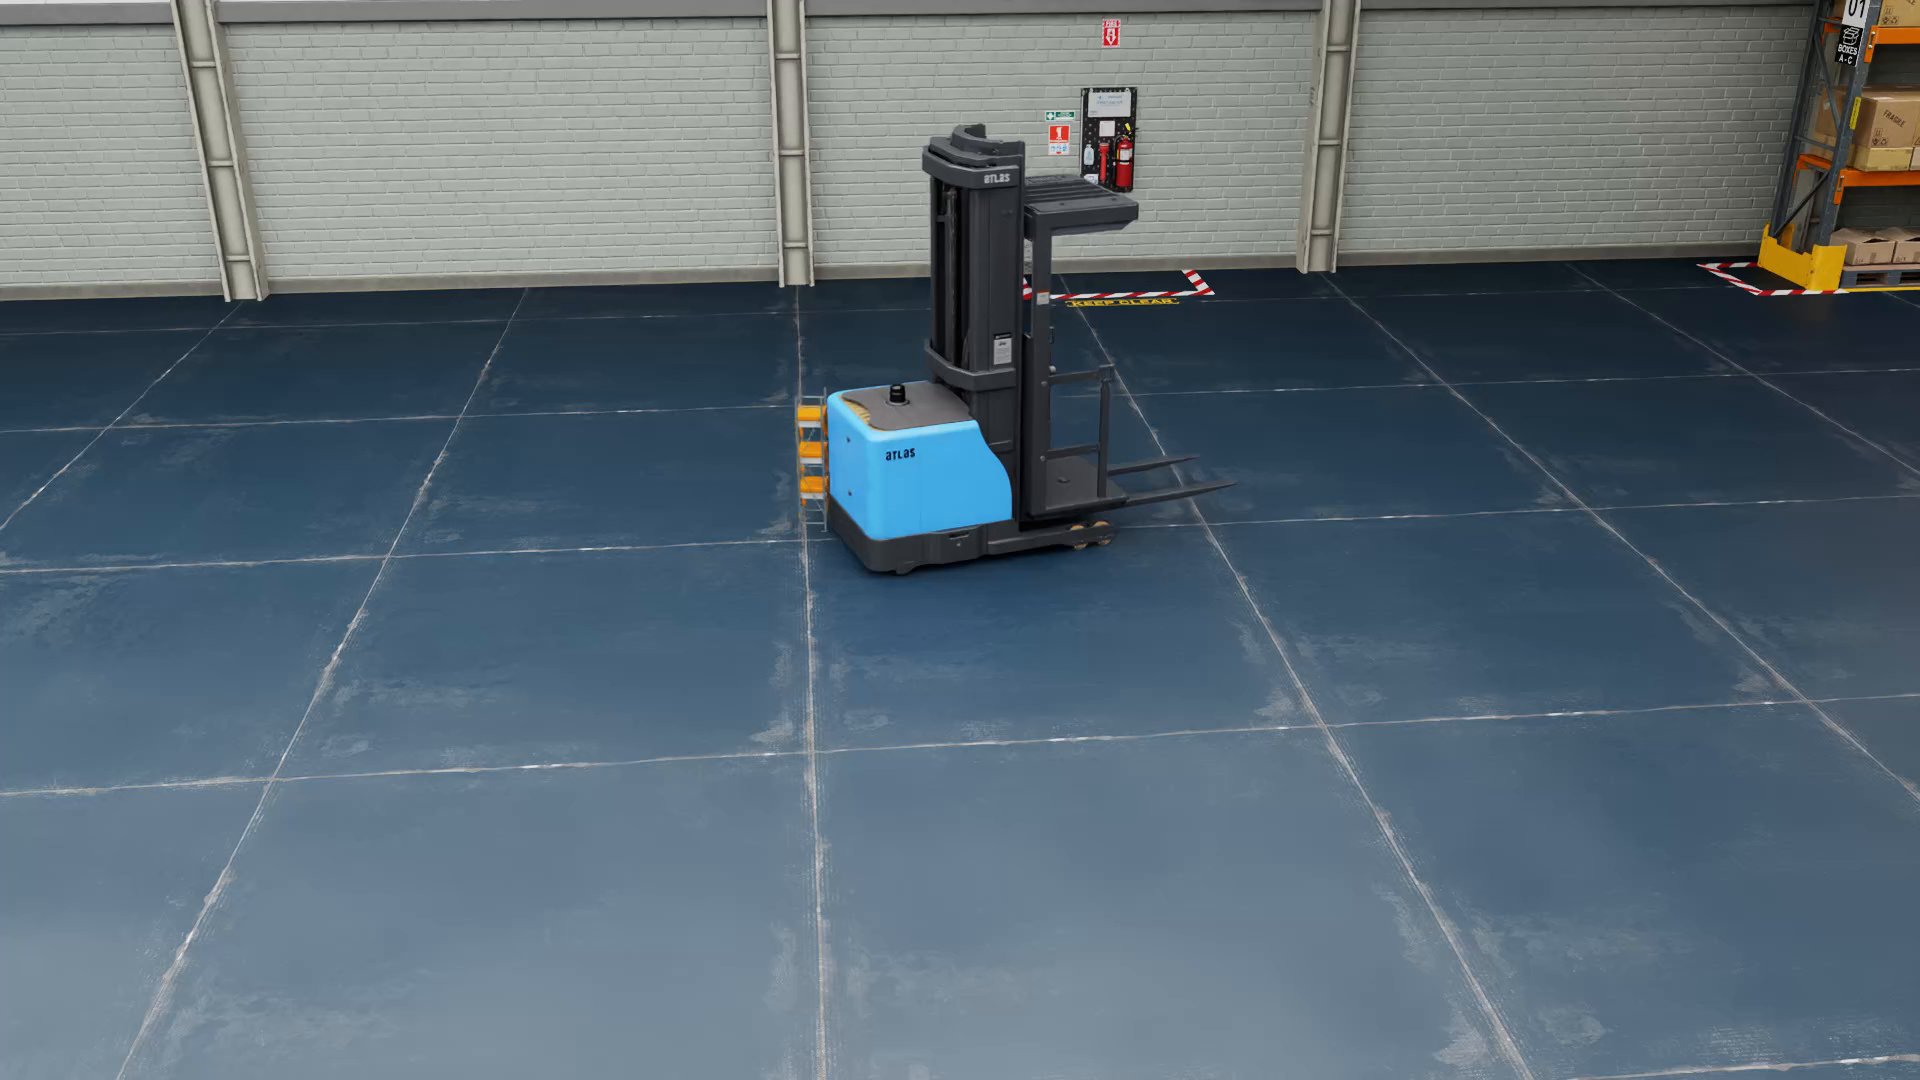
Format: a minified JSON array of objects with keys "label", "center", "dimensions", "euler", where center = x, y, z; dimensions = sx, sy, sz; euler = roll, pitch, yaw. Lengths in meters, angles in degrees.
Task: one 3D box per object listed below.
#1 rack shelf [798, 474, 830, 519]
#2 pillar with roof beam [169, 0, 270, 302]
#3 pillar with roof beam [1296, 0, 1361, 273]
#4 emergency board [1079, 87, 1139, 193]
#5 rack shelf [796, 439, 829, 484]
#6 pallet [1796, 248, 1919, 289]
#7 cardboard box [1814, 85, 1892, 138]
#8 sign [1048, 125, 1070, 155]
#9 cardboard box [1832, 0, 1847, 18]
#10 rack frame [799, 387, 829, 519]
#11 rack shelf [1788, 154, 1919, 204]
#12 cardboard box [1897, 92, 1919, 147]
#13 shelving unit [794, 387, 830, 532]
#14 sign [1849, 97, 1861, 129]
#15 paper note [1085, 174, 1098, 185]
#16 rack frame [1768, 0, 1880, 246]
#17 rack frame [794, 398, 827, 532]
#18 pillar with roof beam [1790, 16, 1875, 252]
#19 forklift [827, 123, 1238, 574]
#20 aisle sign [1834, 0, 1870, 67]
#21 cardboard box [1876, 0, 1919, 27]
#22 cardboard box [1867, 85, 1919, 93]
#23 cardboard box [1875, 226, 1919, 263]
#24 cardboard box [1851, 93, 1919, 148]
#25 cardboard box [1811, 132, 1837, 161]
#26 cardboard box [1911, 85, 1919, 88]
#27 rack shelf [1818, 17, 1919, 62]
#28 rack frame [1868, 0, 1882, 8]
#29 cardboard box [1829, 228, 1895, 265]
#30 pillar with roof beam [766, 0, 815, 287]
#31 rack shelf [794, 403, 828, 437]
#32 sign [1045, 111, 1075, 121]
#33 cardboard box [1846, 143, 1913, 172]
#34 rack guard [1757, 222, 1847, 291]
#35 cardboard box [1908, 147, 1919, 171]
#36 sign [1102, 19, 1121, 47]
[{"label":"rack shelf","center":[-1.086,-0.326,12.401],"dimensions":[0.215,0.259,0.240],"euler":[1,24,2]},{"label":"pillar with roof beam","center":[-7.389,-5.035,12.500],"dimensions":[0.400,9.000,9.100],"euler":[-2,24,-5]},{"label":"pillar with roof beam","center":[4.553,-5.515,13.577],"dimensions":[0.400,9.000,9.100],"euler":[-2,24,-5]},{"label":"emergency board","center":[1.667,-4.430,18.524],"dimensions":[0.643,1.169,0.194],"euler":[-2,24,-5]},{"label":"rack shelf","center":[-1.086,-0.580,12.289],"dimensions":[0.215,0.259,0.240],"euler":[1,24,2]},{"label":"pallet","center":[10.376,-3.122,19.014],"dimensions":[1.213,0.211,1.003],"euler":[-2,24,-5]},{"label":"cardboard box","center":[9.937,-4.763,18.510],"dimensions":[0.500,0.500,0.500],"euler":[-3,24,-6]},{"label":"sign","center":[1.106,-4.466,18.560],"dimensions":[0.234,0.329,0.001],"euler":[-2,24,-5]},{"label":"cardboard box","center":[9.879,-5.920,18.034],"dimensions":[0.500,0.500,0.500],"euler":[-1,24,-1]},{"label":"rack frame","center":[-1.080,-0.639,12.396],"dimensions":[0.200,1.050,0.008],"euler":[1,24,2]},{"label":"rack shelf","center":[11.479,-4.126,18.726],"dimensions":[4.000,0.370,1.077],"euler":[-2,24,-5]},{"label":"cardboard box","center":[10.486,-4.572,18.079],"dimensions":[0.500,0.500,0.500],"euler":[-2,24,-5]},{"label":"shelving unit","center":[-1.086,-0.590,12.284],"dimensions":[0.215,1.050,0.252],"euler":[1,24,2]},{"label":"sign","center":[9.542,-4.551,17.731],"dimensions":[0.005,0.325,0.100],"euler":[-2,24,-5]},{"label":"paper note","center":[1.484,-4.048,18.749],"dimensions":[0.142,0.148,0.016],"euler":[-2,24,-5]},{"label":"rack frame","center":[9.489,-4.375,18.400],"dimensions":[0.127,3.000,1.000],"euler":[-2,24,-5]},{"label":"rack frame","center":[-1.091,-0.540,12.173],"dimensions":[0.200,1.050,0.008],"euler":[1,24,2]},{"label":"pillar with roof beam","center":[10.524,-5.754,14.116],"dimensions":[0.400,9.000,9.100],"euler":[-2,24,-5]},{"label":"forklift","center":[0.595,-1.467,11.943],"dimensions":[3.031,2.935,1.130],"euler":[-9,26,-20]},{"label":"aisle sign","center":[9.447,-5.439,17.593],"dimensions":[0.004,0.787,0.394],"euler":[-2,24,-5]},{"label":"cardboard box","center":[9.846,-5.713,17.569],"dimensions":[0.500,0.500,0.500],"euler":[-2,24,-4]},{"label":"cardboard box","center":[10.439,-4.779,18.546],"dimensions":[0.500,0.500,0.500],"euler":[-2,24,-4]},{"label":"cardboard box","center":[10.754,-3.361,18.888],"dimensions":[0.500,0.311,0.500],"euler":[0,24,-1]},{"label":"cardboard box","center":[9.994,-4.556,18.044],"dimensions":[0.500,0.500,0.500],"euler":[-2,24,-5]},{"label":"cardboard box","center":[9.935,-4.413,18.645],"dimensions":[0.500,0.250,0.500],"euler":[-2,24,-4]},{"label":"cardboard box","center":[10.953,-4.802,18.597],"dimensions":[0.500,0.500,0.500],"euler":[-3,24,-7]},{"label":"rack shelf","center":[11.479,-5.497,18.117],"dimensions":[4.000,0.370,1.077],"euler":[-2,24,-5]},{"label":"rack frame","center":[9.489,-7.117,17.182],"dimensions":[0.127,3.000,1.000],"euler":[-2,24,-5]},{"label":"cardboard box","center":[10.186,-3.339,18.837],"dimensions":[0.500,0.311,0.500],"euler":[-5,24,-11]},{"label":"pillar with roof beam","center":[-1.418,-5.275,13.039],"dimensions":[0.400,9.000,9.100],"euler":[-2,24,-5]},{"label":"rack shelf","center":[-1.086,-0.839,12.173],"dimensions":[0.215,0.259,0.240],"euler":[1,24,2]},{"label":"sign","center":[1.112,-4.705,18.445],"dimensions":[0.331,0.109,0.001],"euler":[-2,24,-5]},{"label":"cardboard box","center":[10.006,-4.207,18.182],"dimensions":[0.500,0.250,0.500],"euler":[-3,24,-7]},{"label":"rack guard","center":[9.565,-3.236,18.915],"dimensions":[0.348,0.500,1.175],"euler":[-2,24,-5]},{"label":"cardboard box","center":[10.521,-4.233,18.241],"dimensions":[0.500,0.250,0.500],"euler":[-3,24,-7]},{"label":"sign","center":[1.649,-5.529,18.143],"dimensions":[0.199,0.298,0.001],"euler":[-2,24,-5]}]
